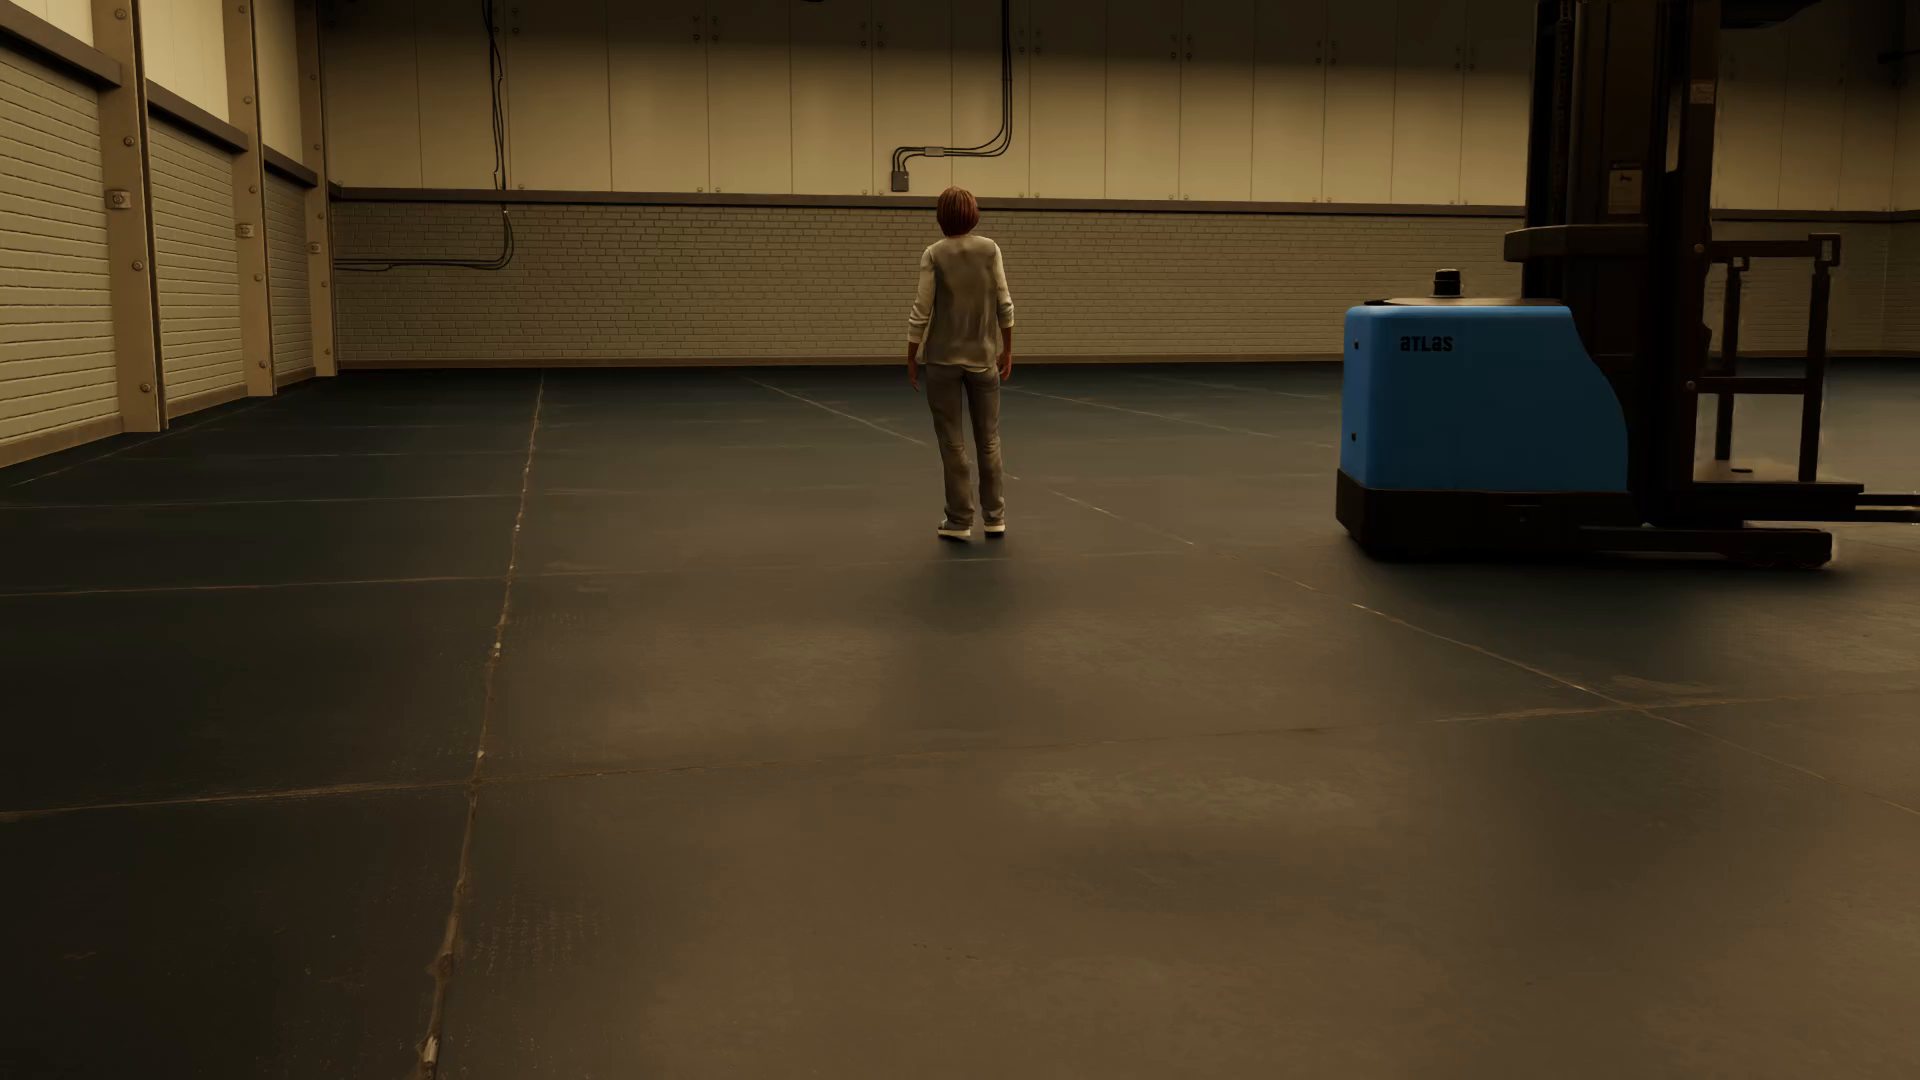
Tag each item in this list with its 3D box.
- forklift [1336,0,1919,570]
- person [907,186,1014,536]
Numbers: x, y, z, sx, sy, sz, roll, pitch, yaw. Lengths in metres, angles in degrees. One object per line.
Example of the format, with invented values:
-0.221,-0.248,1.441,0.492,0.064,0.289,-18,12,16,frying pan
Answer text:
3.259,-1.406,7.179,3.031,2.935,1.130,1,8,6,forklift
-0.003,-0.809,7.669,0.520,1.597,0.475,-2,8,-13,person
